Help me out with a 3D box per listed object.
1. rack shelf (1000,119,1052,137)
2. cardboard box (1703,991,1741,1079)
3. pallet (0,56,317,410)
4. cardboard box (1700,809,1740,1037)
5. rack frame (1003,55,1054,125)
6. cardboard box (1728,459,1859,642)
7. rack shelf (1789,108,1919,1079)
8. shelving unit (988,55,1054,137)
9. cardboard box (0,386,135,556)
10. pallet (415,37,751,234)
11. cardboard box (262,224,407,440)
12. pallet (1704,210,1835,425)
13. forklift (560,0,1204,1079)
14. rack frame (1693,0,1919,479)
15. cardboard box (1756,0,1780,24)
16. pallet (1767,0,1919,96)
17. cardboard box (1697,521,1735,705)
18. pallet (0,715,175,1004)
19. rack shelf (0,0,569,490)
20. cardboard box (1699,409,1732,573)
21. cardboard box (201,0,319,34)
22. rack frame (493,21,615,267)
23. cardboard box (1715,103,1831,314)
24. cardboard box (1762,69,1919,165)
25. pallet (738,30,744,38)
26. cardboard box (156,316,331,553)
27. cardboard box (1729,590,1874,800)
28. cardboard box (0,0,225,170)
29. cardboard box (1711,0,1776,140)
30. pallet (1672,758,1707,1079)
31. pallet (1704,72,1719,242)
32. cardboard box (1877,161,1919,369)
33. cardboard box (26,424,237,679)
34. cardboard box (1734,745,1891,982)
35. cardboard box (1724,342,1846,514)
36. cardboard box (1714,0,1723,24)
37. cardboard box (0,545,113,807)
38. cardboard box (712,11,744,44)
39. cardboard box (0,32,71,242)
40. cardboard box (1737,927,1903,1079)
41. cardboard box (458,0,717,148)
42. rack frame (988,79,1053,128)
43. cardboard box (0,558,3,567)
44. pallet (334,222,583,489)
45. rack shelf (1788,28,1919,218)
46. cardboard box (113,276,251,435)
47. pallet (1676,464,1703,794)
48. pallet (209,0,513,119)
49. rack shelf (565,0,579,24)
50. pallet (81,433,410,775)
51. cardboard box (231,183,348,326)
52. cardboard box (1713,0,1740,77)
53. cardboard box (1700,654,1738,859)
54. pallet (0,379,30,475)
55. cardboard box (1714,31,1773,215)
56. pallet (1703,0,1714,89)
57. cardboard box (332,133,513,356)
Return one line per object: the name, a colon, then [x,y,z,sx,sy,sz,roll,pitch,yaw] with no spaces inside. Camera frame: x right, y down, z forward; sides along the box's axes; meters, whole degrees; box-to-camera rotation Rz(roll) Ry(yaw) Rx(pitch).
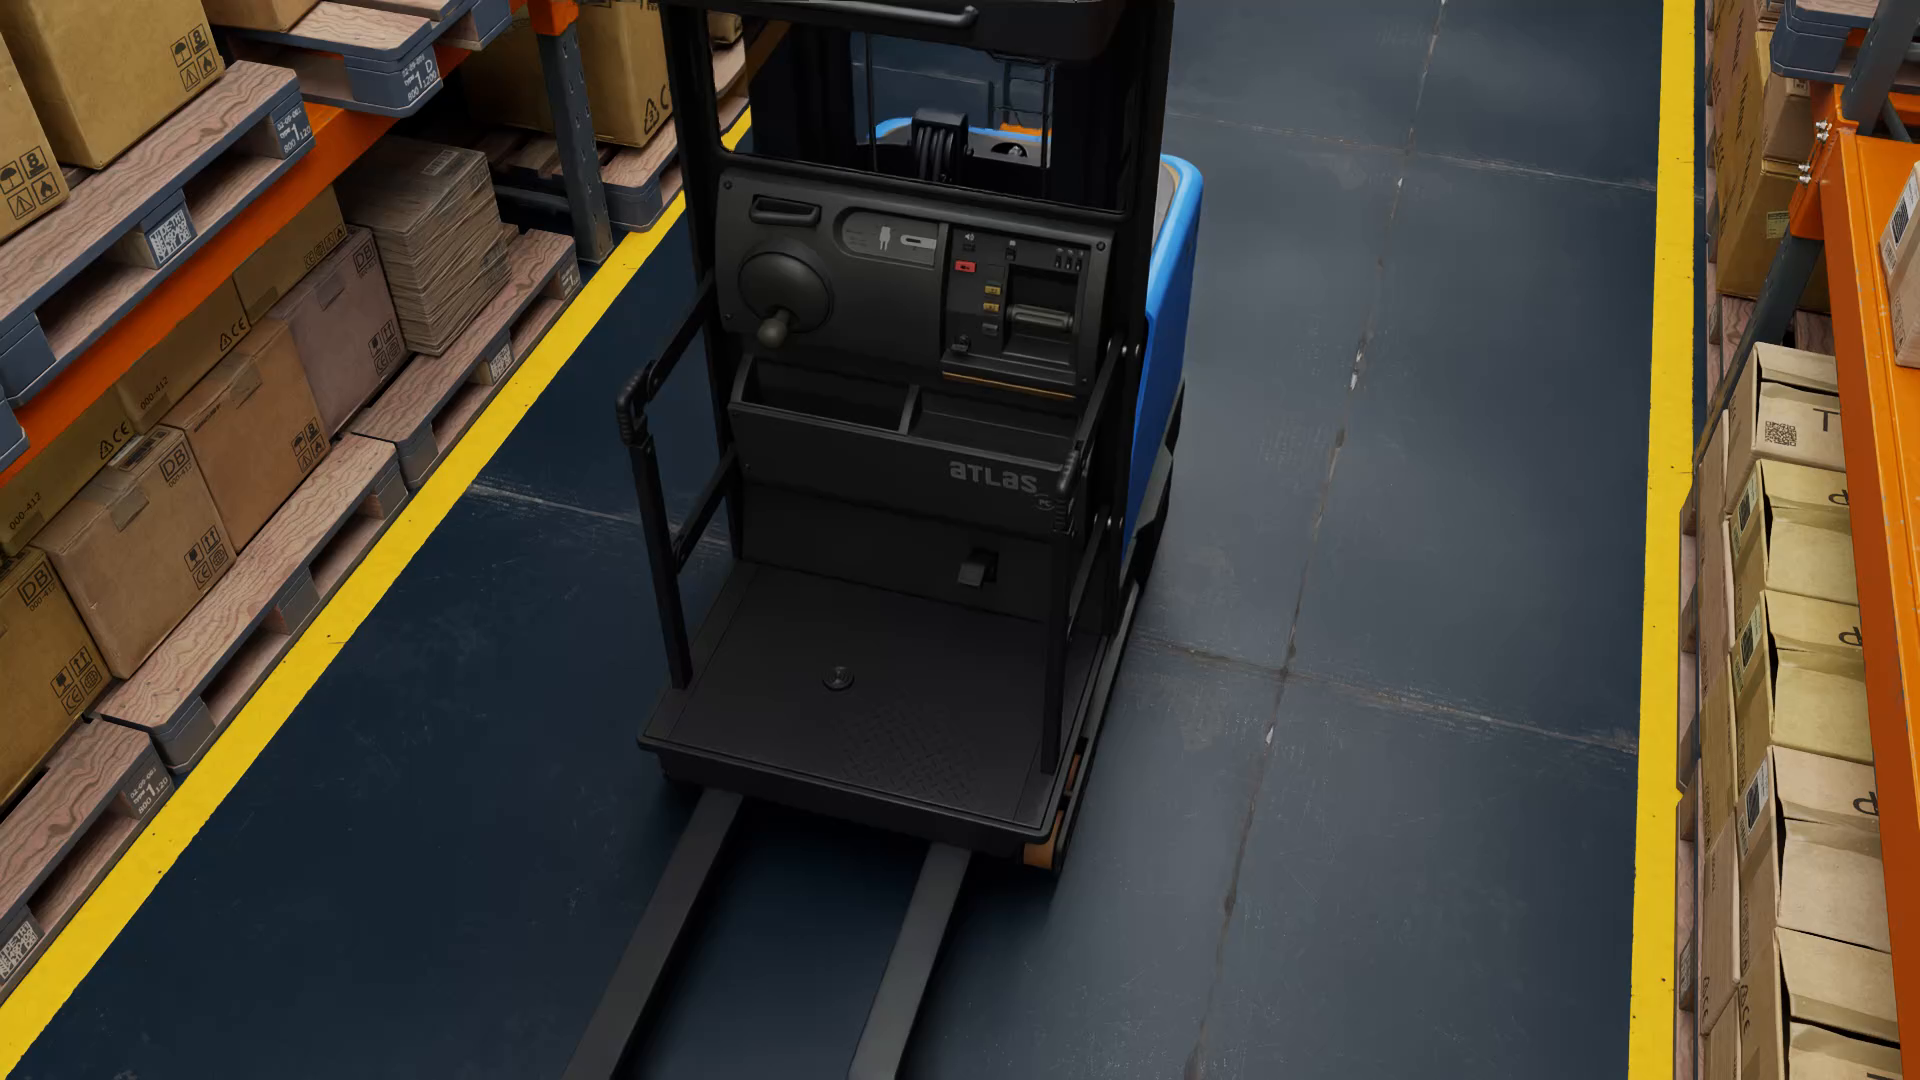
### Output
rack shelf: [0.227,-1.199,5.166,0.258,0.103,0.180,12,46,12]
cardboard box: [1.847,1.273,3.470,0.500,0.250,0.500,13,46,13]
pallet: [-2.383,-0.860,4.121,1.003,0.211,1.213,13,46,13]
cardboard box: [2.003,0.935,3.816,0.500,0.250,0.500,13,46,13]
rack frame: [0.252,-1.035,5.449,0.240,1.200,0.006,12,46,12]
cardboard box: [2.310,0.061,4.307,0.500,0.311,0.500,11,46,12]
rack shelf: [2.294,0.381,3.231,1.077,0.370,4.000,13,46,13]
shelving unit: [0.227,-0.973,5.387,0.258,1.200,0.189,12,46,12]
cardboard box: [-2.543,-0.258,4.306,0.500,0.250,0.500,11,46,11]
pallet: [-1.512,-1.769,6.907,1.003,0.211,1.213,13,46,13]
cardboard box: [-2.258,-0.711,5.304,0.700,0.500,0.500,12,46,12]
pallet: [3.162,-0.703,5.817,1.003,0.211,1.213,13,46,13]
forklift: [-0.177,-0.500,3.665,1.130,2.935,3.031,12,46,12]
rack frame: [2.900,-1.210,4.342,1.000,3.000,0.127,13,46,13]
cardboard box: [3.278,-2.136,6.225,0.500,0.250,0.500,12,46,12]
pallet: [3.038,-1.608,4.886,1.213,0.211,1.003,13,46,13]
cardboard box: [2.310,0.245,4.521,0.500,0.250,0.500,11,46,11]
pallet: [-2.799,0.887,4.192,1.003,0.211,1.213,13,46,13]
rack shelf: [-2.428,-0.666,4.300,1.077,0.370,4.000,13,46,13]
cardboard box: [2.461,-0.090,4.863,0.500,0.250,0.500,12,46,12]
cardboard box: [-2.099,-1.756,4.513,0.700,0.500,0.500,9,45,9]
rack frame: [-1.822,-2.256,5.411,1.000,3.000,0.127,13,46,13]
cardboard box: [2.959,-1.147,5.750,0.500,0.500,0.500,14,46,14]
cardboard box: [2.972,-1.453,5.527,0.500,0.250,0.500,14,46,14]
pallet: [-1.141,-2.580,7.735,1.003,0.211,1.213,13,46,13]
cardboard box: [-2.381,-0.373,4.960,0.700,0.500,0.500,12,46,12]
cardboard box: [2.154,0.401,3.960,0.500,0.311,0.500,11,46,11]
cardboard box: [-2.311,-1.299,4.047,0.700,0.500,0.500,13,46,13]
cardboard box: [3.269,-1.843,6.461,0.500,0.500,0.500,11,45,11]
pallet: [2.242,1.138,3.936,1.003,0.211,1.213,13,46,13]
pallet: [3.533,-1.513,6.646,1.003,0.211,1.213,13,46,13]
cardboard box: [2.444,-0.623,3.805,0.500,0.311,0.500,12,46,12]
cardboard box: [-2.525,-0.035,4.614,0.700,0.500,0.500,13,46,13]
cardboard box: [1.999,0.744,3.610,0.500,0.311,0.500,12,46,12]
cardboard box: [2.461,-0.291,4.667,0.500,0.311,0.500,14,46,14]
cardboard box: [3.581,-2.511,7.144,0.500,0.500,0.500,13,46,13]
cardboard box: [-2.718,0.297,4.275,0.700,0.500,0.500,12,46,12]
cardboard box: [-1.203,-2.683,7.084,0.750,0.750,0.750,12,46,12]
cardboard box: [-2.501,-0.932,3.671,0.700,0.500,0.500,19,47,18]
cardboard box: [1.843,1.078,3.269,0.500,0.311,0.500,12,46,12]
cardboard box: [-1.475,-2.101,6.489,0.750,0.750,0.750,12,46,12]
rack frame: [0.201,-0.912,5.324,0.240,1.200,0.006,12,46,12]
cardboard box: [-2.697,0.090,3.950,0.500,0.250,0.500,12,46,12]
pallet: [-2.060,-0.739,5.854,1.003,0.211,1.213,13,46,13]
rack shelf: [3.505,-2.286,5.955,1.077,0.370,4.000,13,46,13]
cardboard box: [-2.374,-0.587,4.641,0.500,0.250,0.500,12,46,12]
pallet: [2.613,0.327,4.764,1.003,0.211,1.213,13,46,13]
pallet: [-1.937,-1.690,4.970,1.213,0.211,1.003,13,46,13]
rack shelf: [-1.217,-3.332,7.025,1.077,0.370,4.000,13,46,13]
pallet: [-2.432,0.071,5.026,1.003,0.211,1.213,13,46,13]
cardboard box: [-2.223,-0.931,4.993,0.500,0.250,0.500,13,46,13]
cardboard box: [3.423,-2.180,6.805,0.500,0.500,0.500,13,46,13]
cardboard box: [2.158,0.593,4.165,0.500,0.250,0.500,11,46,11]
pallet: [-2.664,0.000,3.243,1.003,0.211,1.213,13,46,13]
cardboard box: [3.116,-1.492,6.102,0.500,0.500,0.500,11,45,11]
pallet: [3.901,-2.329,7.479,1.003,0.211,1.213,13,46,13]
cardboard box: [-1.991,-1.029,5.630,0.700,0.500,0.500,13,46,13]
